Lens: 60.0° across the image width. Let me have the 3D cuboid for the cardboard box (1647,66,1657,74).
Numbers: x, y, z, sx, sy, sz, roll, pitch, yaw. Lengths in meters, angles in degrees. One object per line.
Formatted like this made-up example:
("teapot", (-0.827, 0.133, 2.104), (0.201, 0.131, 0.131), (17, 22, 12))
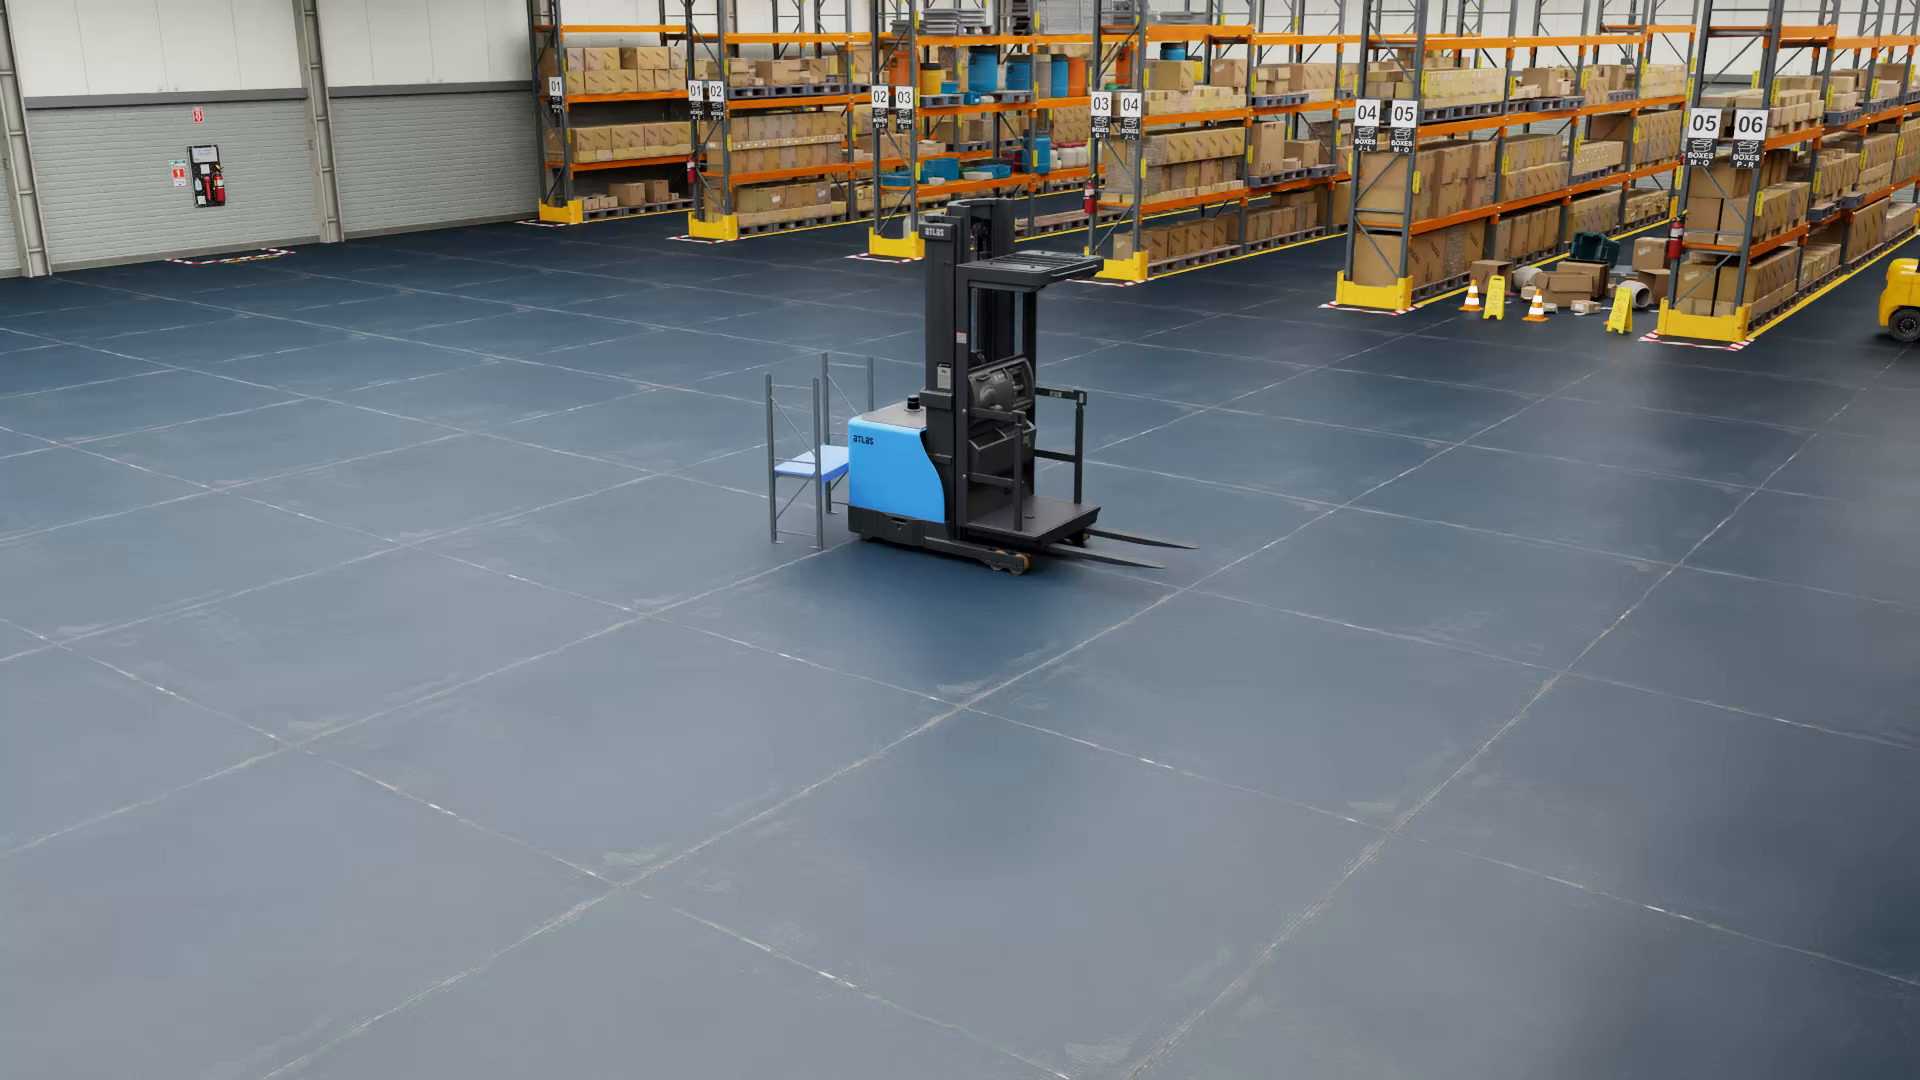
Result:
("cardboard box", (14.796, -10.138, 35.866), (0.380, 0.149, 0.250), (12, 21, 33))

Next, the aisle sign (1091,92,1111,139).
("aisle sign", (2.455, -7.396, 28.972), (0.394, 0.787, 0.004), (12, 21, 35))

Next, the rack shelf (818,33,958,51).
("rack shelf", (-1.646, -11.627, 38.753), (1.077, 0.370, 4.000), (12, 21, 35))

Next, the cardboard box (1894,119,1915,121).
("cardboard box", (19.284, -8.518, 34.018), (0.380, 0.149, 0.250), (13, 22, 36))

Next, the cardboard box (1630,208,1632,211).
("cardboard box", (14.474, -7.226, 36.403), (0.380, 0.149, 0.250), (12, 21, 34))

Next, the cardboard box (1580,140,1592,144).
("cardboard box", (13.202, -8.426, 35.385), (0.380, 0.149, 0.250), (14, 22, 37))

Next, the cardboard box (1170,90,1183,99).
("cardboard box", (3.734, -7.929, 29.592), (0.380, 0.149, 0.250), (12, 21, 35))

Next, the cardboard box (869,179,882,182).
("cardboard box", (-1.920, -8.486, 39.846), (0.500, 0.311, 0.500), (12, 21, 34))

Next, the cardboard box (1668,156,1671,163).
("cardboard box", (16.043, -8.727, 38.063), (0.380, 0.149, 0.250), (12, 21, 35))

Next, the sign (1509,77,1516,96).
("sign", (9.486, -7.788, 28.555), (0.100, 0.325, 0.005), (12, 21, 35))

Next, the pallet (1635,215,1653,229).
("pallet", (14.904, -7.200, 37.427), (1.003, 0.211, 1.213), (12, 21, 35))

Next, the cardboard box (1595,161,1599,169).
("cardboard box", (12.796, -7.651, 33.891), (0.380, 0.149, 0.250), (12, 21, 33))

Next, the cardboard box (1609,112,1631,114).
("cardboard box", (14.489, -9.145, 36.630), (0.500, 0.500, 0.500), (13, 22, 36))

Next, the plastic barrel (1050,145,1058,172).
("plastic barrel", (1.884, -8.198, 35.710), (0.433, 0.535, 0.433), (0, 17, 0))

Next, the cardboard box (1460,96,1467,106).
("cardboard box", (8.020, -7.163, 27.094), (0.380, 0.149, 0.250), (13, 21, 35))

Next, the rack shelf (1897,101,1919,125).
("rack shelf", (19.033, -8.789, 33.995), (1.077, 0.370, 4.000), (12, 21, 35))

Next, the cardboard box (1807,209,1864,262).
("cardboard box", (15.936, -5.606, 30.467), (0.875, 0.875, 0.875), (12, 21, 34))

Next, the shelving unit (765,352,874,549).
("shelving unit", (-1.214, -0.808, 14.669), (0.538, 1.500, 1.048), (7, 19, 22))

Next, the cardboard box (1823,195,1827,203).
("cardboard box", (14.108, -5.667, 27.503), (0.380, 0.149, 0.250), (13, 21, 36))

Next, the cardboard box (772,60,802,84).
("cardboard box", (-3.920, -10.200, 36.208), (0.797, 0.503, 0.637), (15, 23, 41))

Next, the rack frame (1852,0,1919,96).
("rack frame", (17.841, -10.089, 31.909), (1.000, 3.000, 0.127), (12, 21, 35))

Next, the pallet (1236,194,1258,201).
("pallet", (7.038, -8.992, 43.196), (1.003, 0.211, 1.213), (12, 21, 35))

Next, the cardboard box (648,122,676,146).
("cardboard box", (-7.144, -9.704, 39.742), (0.500, 0.500, 0.500), (12, 21, 34))

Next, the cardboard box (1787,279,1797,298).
("cardboard box", (12.938, -4.017, 26.402), (0.500, 0.250, 0.500), (14, 22, 37))

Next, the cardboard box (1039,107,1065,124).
("cardboard box", (2.436, -11.314, 44.116), (0.500, 0.500, 0.500), (13, 22, 36))

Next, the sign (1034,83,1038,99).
("sign", (1.573, -9.281, 34.353), (0.100, 0.325, 0.005), (12, 21, 35))

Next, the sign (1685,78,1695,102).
("sign", (10.257, -6.324, 23.350), (0.100, 0.325, 0.005), (12, 21, 35))

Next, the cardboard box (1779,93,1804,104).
("cardboard box", (12.214, -6.511, 24.527), (0.380, 0.149, 0.250), (13, 21, 35))

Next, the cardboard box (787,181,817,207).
("cardboard box", (-3.541, -7.680, 36.934), (0.500, 0.500, 0.500), (12, 21, 35))

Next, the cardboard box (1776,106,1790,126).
("cardboard box", (11.513, -6.059, 23.744), (0.500, 0.250, 0.500), (12, 21, 34))

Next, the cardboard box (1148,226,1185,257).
("cardboard box", (3.835, -5.563, 30.960), (0.500, 0.500, 0.500), (15, 23, 40))

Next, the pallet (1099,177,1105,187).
("pallet", (3.793, -10.139, 46.889), (1.003, 0.211, 1.213), (12, 21, 35))

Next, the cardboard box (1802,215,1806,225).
("cardboard box", (13.128, -5.068, 26.281), (0.380, 0.149, 0.250), (12, 21, 34))

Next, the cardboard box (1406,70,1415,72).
("cardboard box", (7.189, -7.539, 26.961), (0.380, 0.149, 0.250), (13, 21, 35))

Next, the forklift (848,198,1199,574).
("forklift", (0.525, -1.296, 13.828), (3.031, 2.935, 1.130), (11, 20, 32))

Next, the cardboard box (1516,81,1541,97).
("cardboard box", (10.324, -8.194, 30.215), (0.396, 0.266, 0.258), (12, 21, 35))

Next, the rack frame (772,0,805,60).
("rack frame", (-4.435, -13.513, 42.936), (1.000, 3.000, 0.127), (12, 21, 35))

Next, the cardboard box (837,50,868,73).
("cardboard box", (-2.439, -10.880, 37.797), (0.500, 0.500, 0.500), (13, 21, 35))

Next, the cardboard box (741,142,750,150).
("cardboard box", (-4.659, -8.344, 35.146), (0.380, 0.149, 0.250), (12, 21, 33))

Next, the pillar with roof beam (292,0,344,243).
("pillar with roof beam", (-9.597, -9.737, 30.778), (9.100, 9.000, 0.400), (12, 21, 35))

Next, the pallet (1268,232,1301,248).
("pallet", (6.305, -6.215, 34.254), (1.003, 0.211, 1.213), (12, 21, 35))

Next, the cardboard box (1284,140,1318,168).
("cardboard box", (6.957, -7.984, 34.371), (0.500, 0.500, 0.700), (-16, 24, -42))

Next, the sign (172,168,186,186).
("sign", (-14.970, -6.955, 31.873), (0.001, 0.329, 0.234), (12, 21, 35))

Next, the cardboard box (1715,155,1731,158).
("cardboard box", (11.349, -5.452, 24.738), (0.700, 0.500, 0.500), (12, 21, 34))

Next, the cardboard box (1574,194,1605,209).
("cardboard box", (12.944, -6.969, 34.220), (0.500, 0.250, 0.500), (11, 21, 32))

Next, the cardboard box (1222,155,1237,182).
("cardboard box", (4.798, -7.163, 31.934), (0.875, 0.500, 0.500), (12, 21, 35))

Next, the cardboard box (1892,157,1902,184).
("cardboard box", (18.331, -7.337, 32.995), (0.500, 0.500, 0.500), (13, 22, 36))

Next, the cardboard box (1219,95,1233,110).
("cardboard box", (4.734, -8.153, 30.987), (0.500, 0.250, 0.500), (13, 22, 36))

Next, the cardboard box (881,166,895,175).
("cardboard box", (-2.335, -10.597, 46.578), (0.750, 0.750, 0.750), (13, 21, 35))

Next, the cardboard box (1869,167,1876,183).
("cardboard box", (16.574, -6.754, 30.698), (0.500, 0.250, 0.500), (12, 21, 34))

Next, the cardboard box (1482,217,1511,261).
("cardboard box", (9.337, -5.459, 30.201), (1.050, 0.750, 0.750), (12, 21, 34))

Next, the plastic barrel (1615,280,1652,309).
("plastic barrel", (10.706, -3.894, 26.423), (0.421, 0.421, 0.512), (-4, 18, -13))
